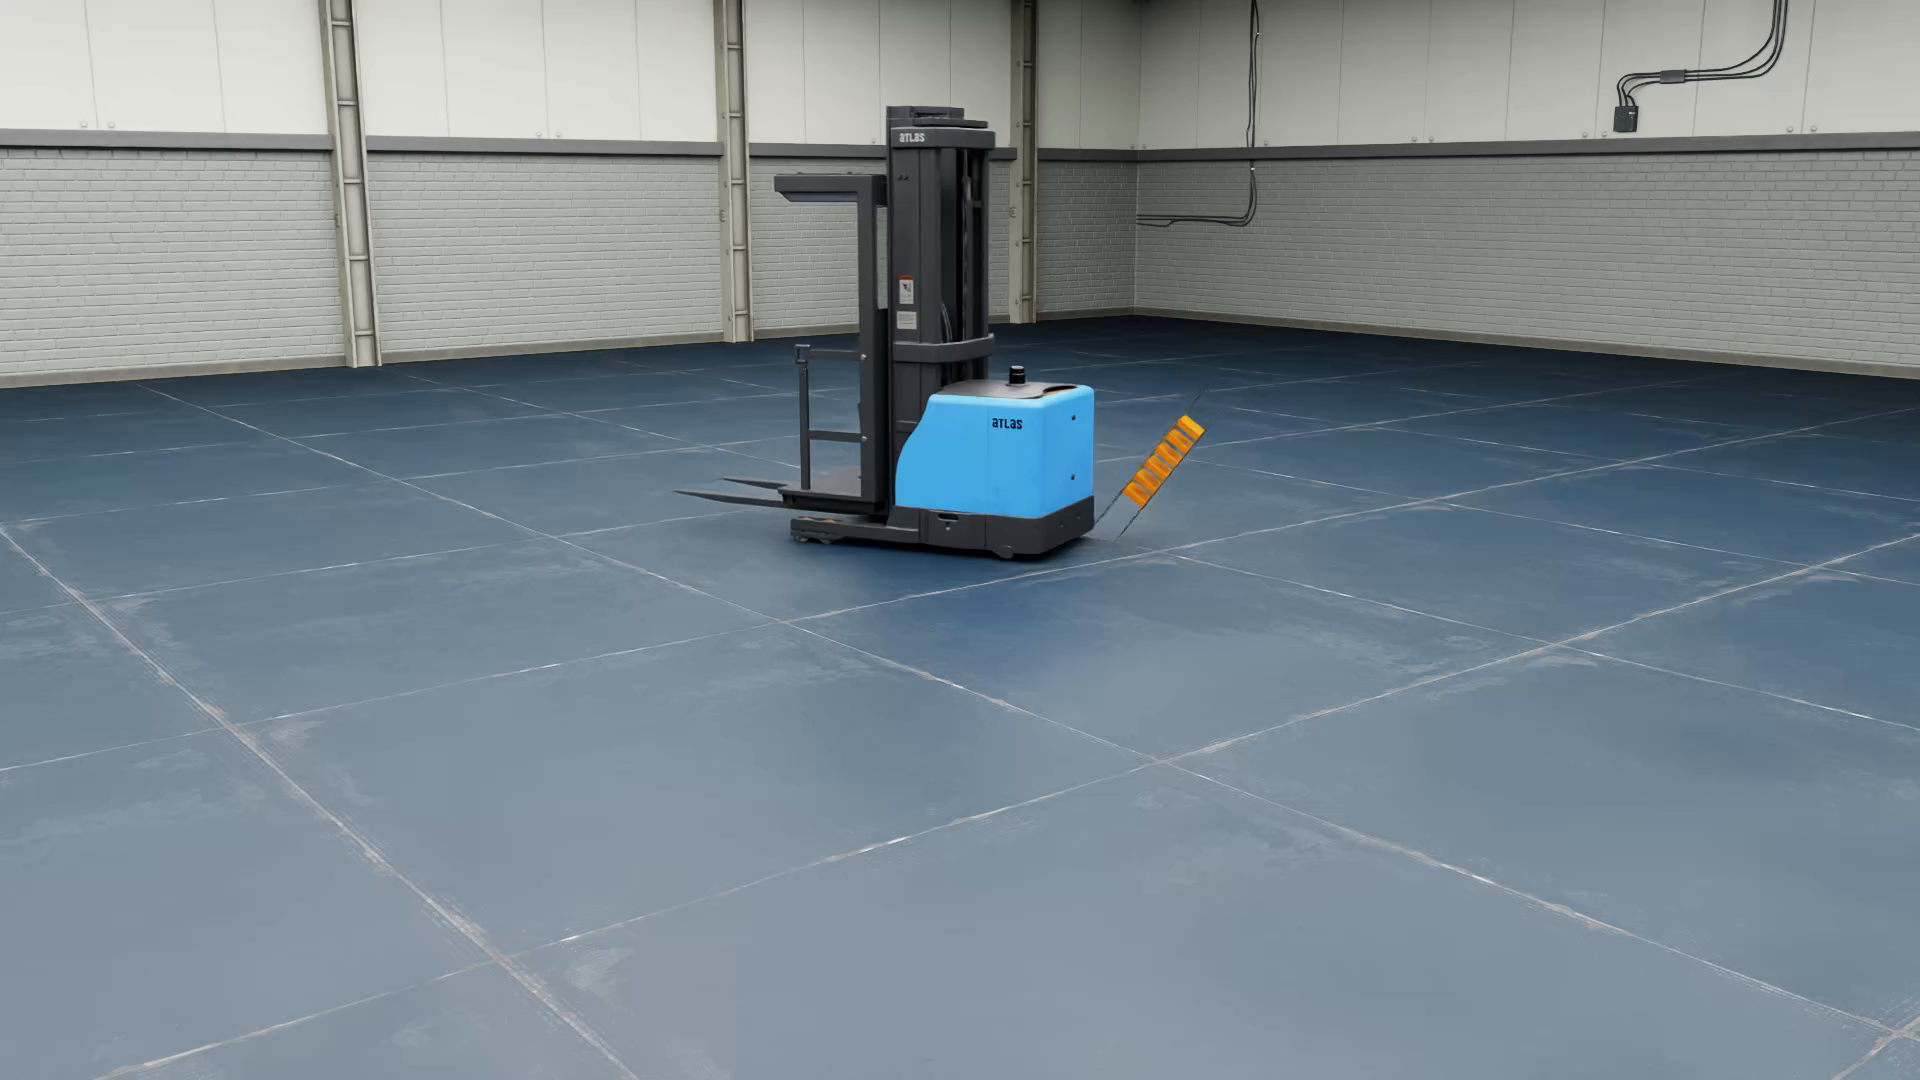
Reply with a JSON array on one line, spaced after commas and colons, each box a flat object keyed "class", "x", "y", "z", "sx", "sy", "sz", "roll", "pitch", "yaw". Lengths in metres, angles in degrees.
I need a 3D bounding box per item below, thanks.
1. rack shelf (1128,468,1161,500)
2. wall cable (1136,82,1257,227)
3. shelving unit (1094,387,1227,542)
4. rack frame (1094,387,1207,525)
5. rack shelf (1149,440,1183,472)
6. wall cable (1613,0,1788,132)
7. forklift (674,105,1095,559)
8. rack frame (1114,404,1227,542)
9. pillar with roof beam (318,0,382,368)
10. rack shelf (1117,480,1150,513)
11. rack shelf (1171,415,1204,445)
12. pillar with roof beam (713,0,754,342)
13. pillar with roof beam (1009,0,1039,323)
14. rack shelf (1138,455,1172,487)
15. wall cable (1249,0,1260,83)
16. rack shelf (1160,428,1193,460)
[{"class": "rack shelf", "x": 1.285, "y": -0.393, "z": 11.523, "sx": 0.180, "sy": 0.103, "sz": 0.258, "roll": 39, "pitch": 19, "yaw": 5}, {"class": "wall cable", "x": 4.264, "y": -7.015, "z": 30.478, "sx": 0.112, "sy": 2.526, "sz": 3.097, "roll": -9, "pitch": 15, "yaw": -38}, {"class": "shelving unit", "x": 1.380, "y": -0.517, "z": 11.468, "sx": 0.189, "sy": 1.200, "sz": 0.258, "roll": 39, "pitch": 19, "yaw": 5}, {"class": "rack frame", "x": 1.310, "y": -0.574, "z": 11.477, "sx": 0.006, "sy": 1.200, "sz": 0.240, "roll": 39, "pitch": 19, "yaw": 5}, {"class": "rack shelf", "x": 1.423, "y": -0.573, "z": 11.443, "sx": 0.180, "sy": 0.103, "sz": 0.258, "roll": 39, "pitch": 19, "yaw": 5}, {"class": "wall cable", "x": 10.182, "y": -8.656, "z": 22.541, "sx": 0.169, "sy": 6.003, "sz": 2.305, "roll": -9, "pitch": 15, "yaw": -38}, {"class": "forklift", "x": -0.611, "y": -1.500, "z": 11.637, "sx": 3.031, "sy": 2.935, "sz": 1.130, "roll": 6, "pitch": 13, "yaw": 26}, {"class": "rack frame", "x": 1.450, "y": -0.459, "z": 11.460, "sx": 0.006, "sy": 1.200, "sz": 0.240, "roll": 39, "pitch": 19, "yaw": 5}, {"class": "pillar with roof beam", "x": -5.543, "y": -6.111, "z": 18.744, "sx": 0.400, "sy": 9.000, "sz": 9.100, "roll": -9, "pitch": 15, "yaw": -38}, {"class": "rack shelf", "x": 1.216, "y": -0.304, "z": 11.562, "sx": 0.180, "sy": 0.103, "sz": 0.258, "roll": 39, "pitch": 19, "yaw": 5}, {"class": "rack shelf", "x": 1.561, "y": -0.753, "z": 11.364, "sx": 0.180, "sy": 0.103, "sz": 0.258, "roll": 39, "pitch": 19, "yaw": 5}, {"class": "pillar with roof beam", "x": -0.858, "y": -6.890, "z": 22.411, "sx": 0.400, "sy": 9.000, "sz": 9.100, "roll": -9, "pitch": 15, "yaw": -38}, {"class": "pillar with roof beam", "x": 3.827, "y": -7.668, "z": 26.077, "sx": 0.400, "sy": 9.000, "sz": 9.100, "roll": -9, "pitch": 15, "yaw": -38}, {"class": "rack shelf", "x": 1.354, "y": -0.483, "z": 11.483, "sx": 0.180, "sy": 0.103, "sz": 0.258, "roll": 39, "pitch": 19, "yaw": 5}, {"class": "wall cable", "x": 5.954, "y": -9.047, "z": 27.887, "sx": 0.112, "sy": 2.526, "sz": 3.097, "roll": -9, "pitch": 15, "yaw": -38}, {"class": "rack shelf", "x": 1.492, "y": -0.663, "z": 11.404, "sx": 0.180, "sy": 0.103, "sz": 0.258, "roll": 39, "pitch": 19, "yaw": 5}]
